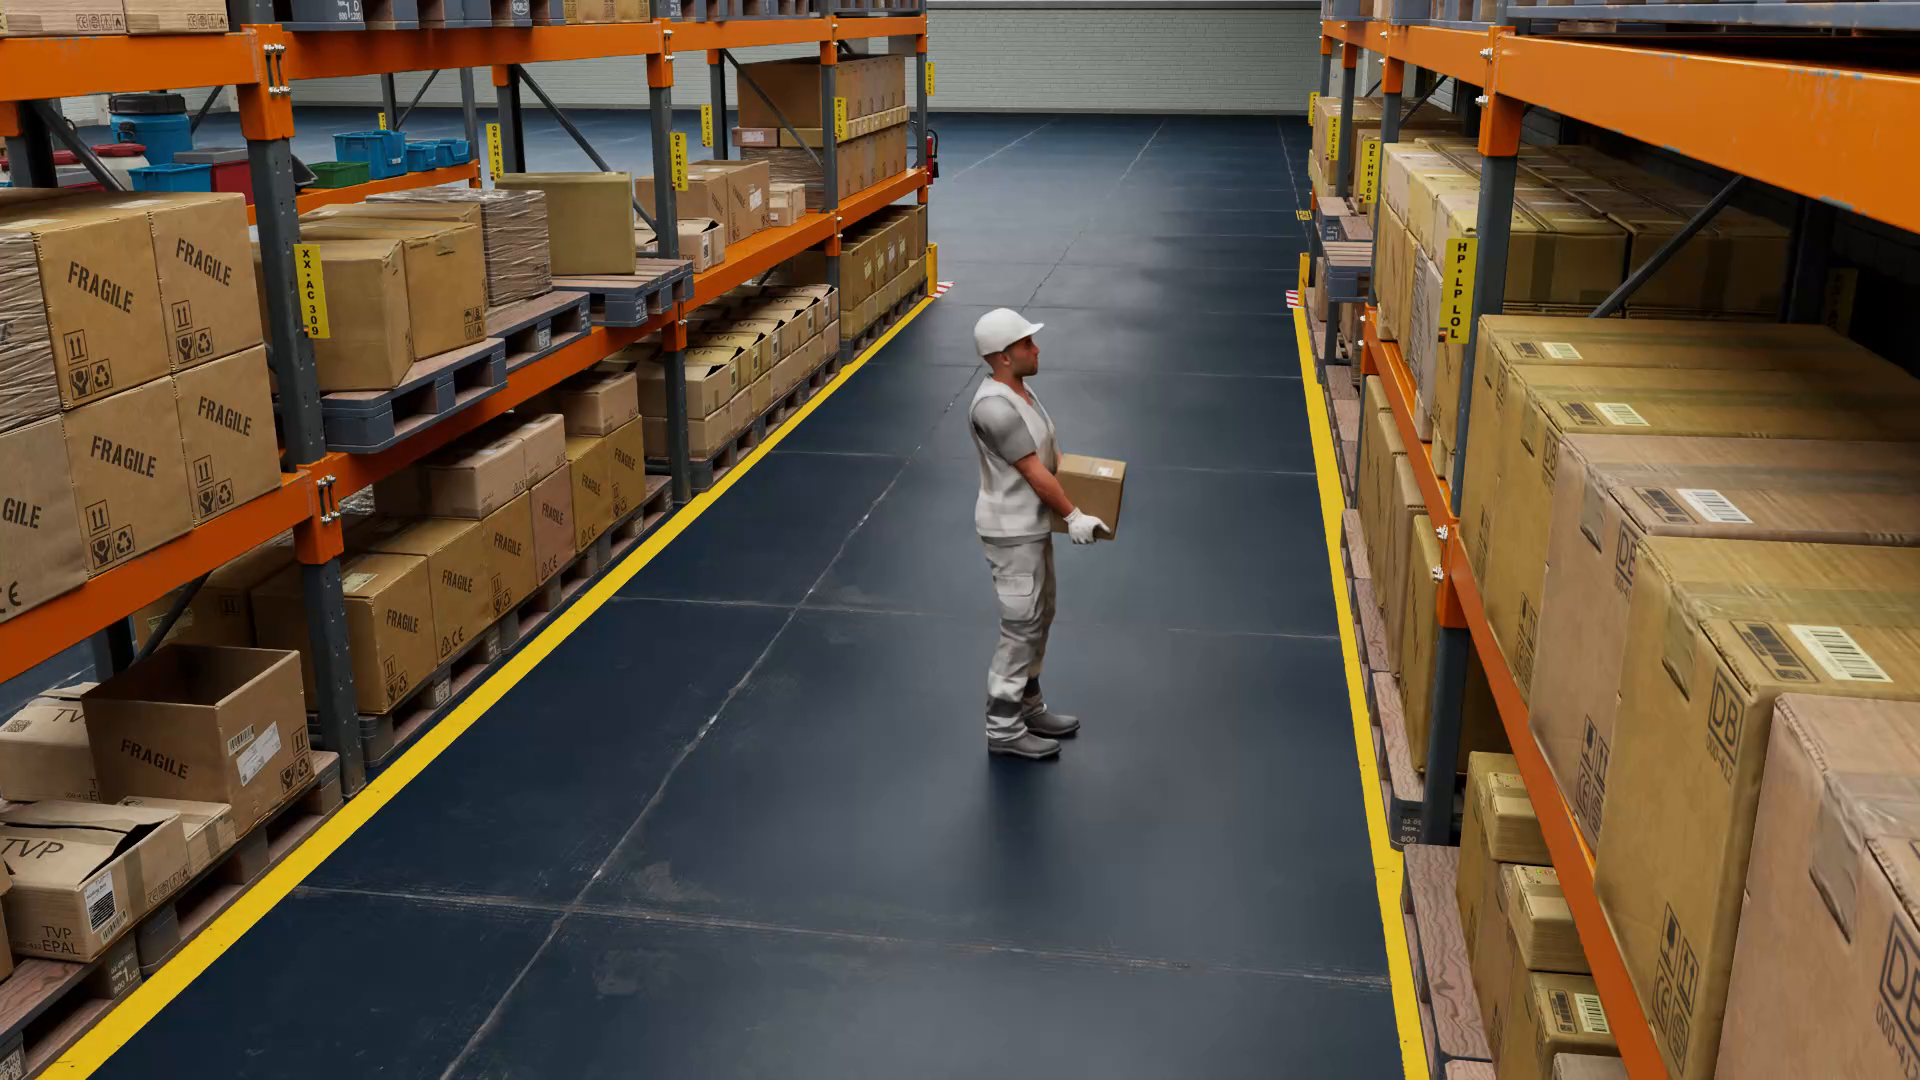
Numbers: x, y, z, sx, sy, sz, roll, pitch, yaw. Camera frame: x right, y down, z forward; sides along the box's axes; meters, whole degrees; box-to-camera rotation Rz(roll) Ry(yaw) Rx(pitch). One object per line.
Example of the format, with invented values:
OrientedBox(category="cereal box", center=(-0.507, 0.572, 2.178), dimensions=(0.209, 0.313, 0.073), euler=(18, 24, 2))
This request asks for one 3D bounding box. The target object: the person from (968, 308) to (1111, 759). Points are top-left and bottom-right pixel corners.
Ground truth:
OrientedBox(category="person", center=(0.328, -0.024, 6.594), dimensions=(0.561, 1.784, 0.497), euler=(3, 18, 9))
